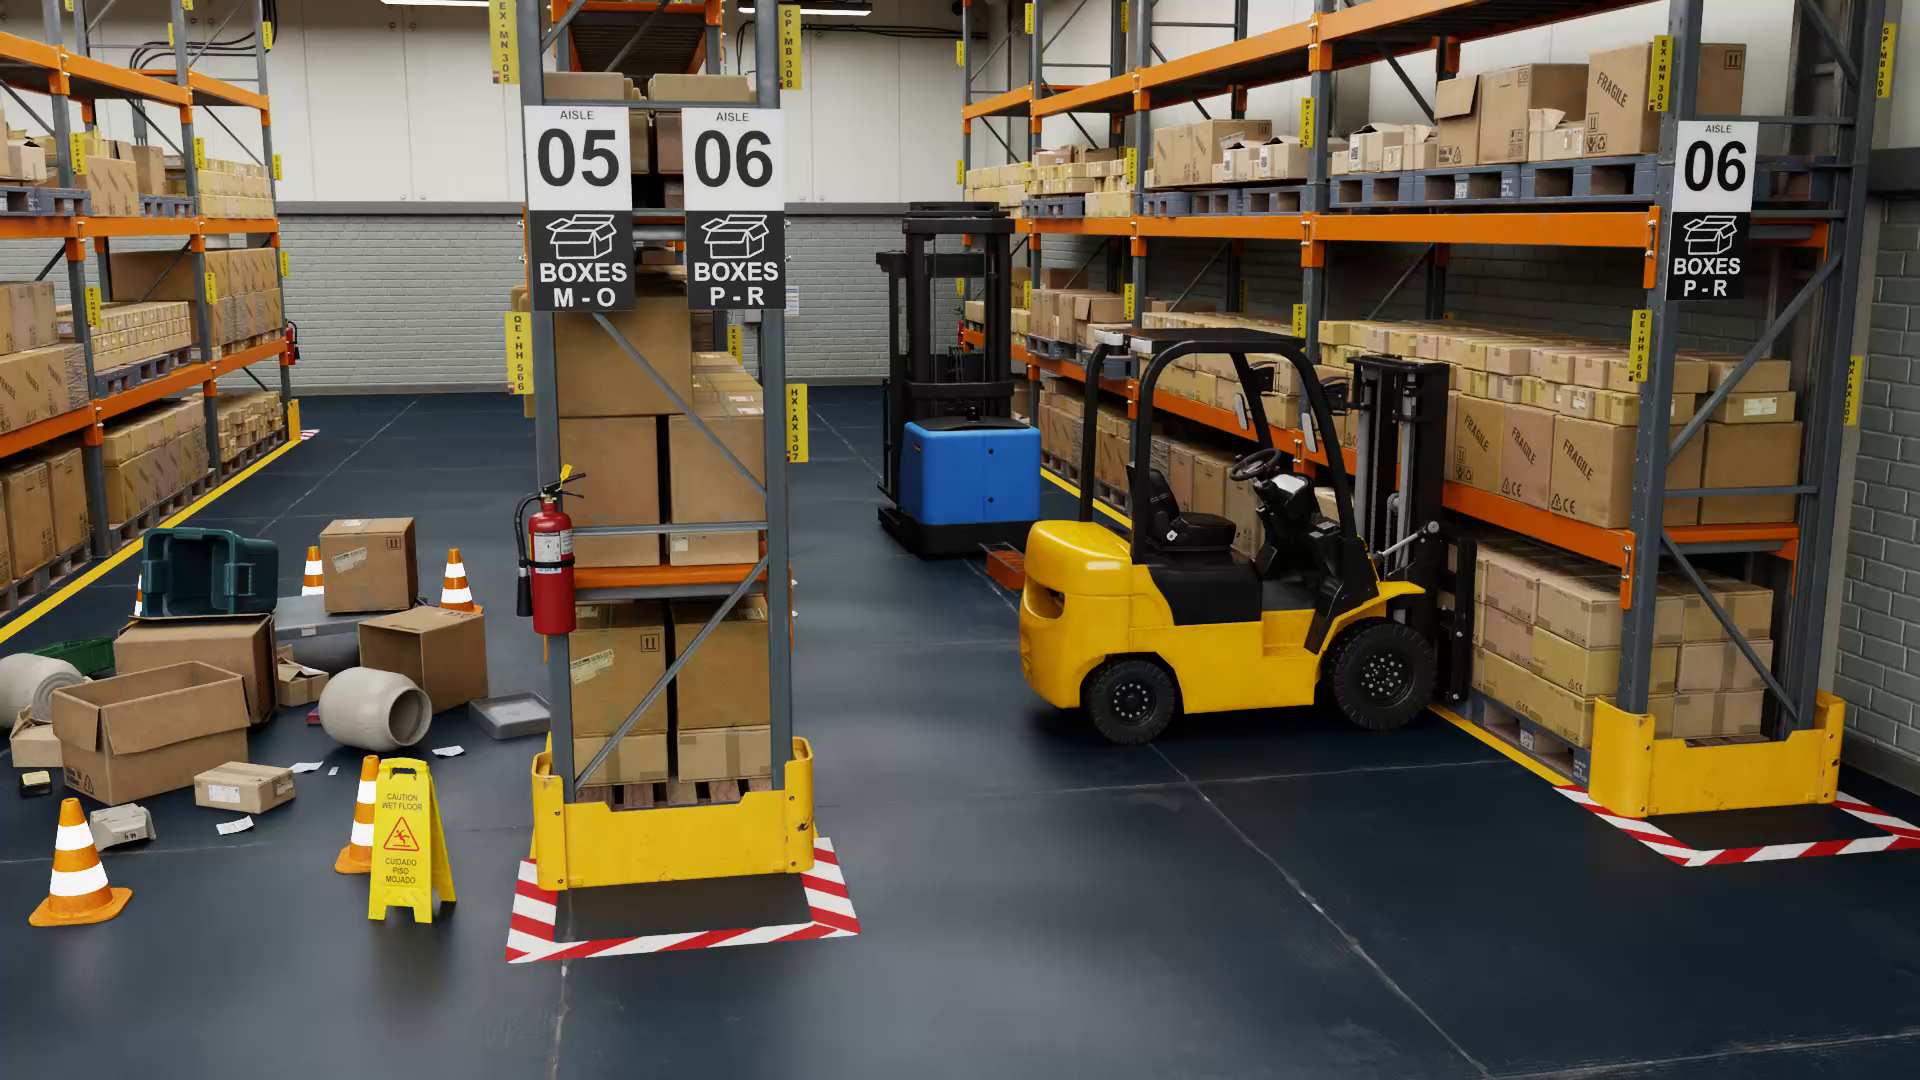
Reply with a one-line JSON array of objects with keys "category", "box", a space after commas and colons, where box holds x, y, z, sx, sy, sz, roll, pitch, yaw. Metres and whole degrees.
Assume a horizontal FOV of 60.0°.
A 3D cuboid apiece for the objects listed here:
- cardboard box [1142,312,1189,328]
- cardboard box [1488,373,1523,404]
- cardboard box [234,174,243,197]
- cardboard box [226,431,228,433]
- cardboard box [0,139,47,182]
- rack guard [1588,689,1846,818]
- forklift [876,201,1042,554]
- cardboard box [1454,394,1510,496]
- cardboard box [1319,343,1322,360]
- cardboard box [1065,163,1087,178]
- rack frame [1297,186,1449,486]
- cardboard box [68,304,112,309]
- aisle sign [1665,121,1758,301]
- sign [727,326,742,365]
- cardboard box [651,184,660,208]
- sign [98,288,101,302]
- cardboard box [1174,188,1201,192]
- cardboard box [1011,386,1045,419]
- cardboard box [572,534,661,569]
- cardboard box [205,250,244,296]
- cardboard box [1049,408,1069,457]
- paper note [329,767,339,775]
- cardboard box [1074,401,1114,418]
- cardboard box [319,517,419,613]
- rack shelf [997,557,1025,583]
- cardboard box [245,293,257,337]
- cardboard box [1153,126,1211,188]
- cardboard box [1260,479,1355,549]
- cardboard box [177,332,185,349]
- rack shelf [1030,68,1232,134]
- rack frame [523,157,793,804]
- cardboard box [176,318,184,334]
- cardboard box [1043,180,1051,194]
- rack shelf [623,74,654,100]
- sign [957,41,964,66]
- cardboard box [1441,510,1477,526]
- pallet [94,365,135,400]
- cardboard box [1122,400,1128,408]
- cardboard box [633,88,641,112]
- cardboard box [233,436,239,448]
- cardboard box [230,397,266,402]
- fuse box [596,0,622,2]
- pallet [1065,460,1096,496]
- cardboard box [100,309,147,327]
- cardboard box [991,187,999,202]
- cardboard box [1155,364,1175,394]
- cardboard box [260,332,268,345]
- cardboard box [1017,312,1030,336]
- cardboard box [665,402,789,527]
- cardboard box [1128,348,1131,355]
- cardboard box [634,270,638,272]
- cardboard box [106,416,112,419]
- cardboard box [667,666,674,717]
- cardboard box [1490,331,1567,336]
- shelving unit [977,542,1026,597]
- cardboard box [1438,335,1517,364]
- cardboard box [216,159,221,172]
[{"category": "cardboard box", "box": [1.870, -1.987, 15.111, 0.380, 0.149, 0.250, -2, 11, -9]}, {"category": "cardboard box", "box": [3.106, -0.831, 9.038, 0.380, 0.149, 0.250, -2, 11, -13]}, {"category": "cardboard box", "box": [-8.540, -4.065, 19.075, 0.500, 0.250, 0.500, -3, 11, -13]}, {"category": "cardboard box", "box": [-8.362, -1.159, 18.469, 0.380, 0.149, 0.250, -2, 11, -11]}, {"category": "cardboard box", "box": [-7.110, -2.813, 12.279, 0.500, 0.311, 0.500, -2, 11, -11]}, {"category": "rack guard", "box": [3.657, 1.011, 8.046, 1.175, 0.500, 0.348, -2, 11, -11]}, {"category": "forklift", "box": [-0.141, -1.553, 15.018, 1.130, 2.935, 3.031, -2, 11, -13]}, {"category": "cardboard box", "box": [3.107, -0.540, 9.246, 0.500, 0.500, 0.500, -2, 11, -12]}, {"category": "cardboard box", "box": [2.590, -1.377, 11.907, 0.380, 0.149, 0.250, -2, 11, -9]}, {"category": "cardboard box", "box": [1.304, -3.823, 17.221, 0.380, 0.149, 0.250, -2, 11, -11]}, {"category": "rack frame", "box": [2.875, -0.955, 11.690, 1.000, 3.000, 0.127, -2, 11, -11]}, {"category": "cardboard box", "box": [-8.700, -2.278, 16.598, 0.380, 0.149, 0.250, -2, 11, -9]}, {"category": "aisle sign", "box": [3.377, -1.475, 7.473, 0.394, 0.787, 0.004, -2, 11, -11]}, {"category": "sign", "box": [-1.463, -1.220, 10.768, 0.100, 0.325, 0.005, -2, 11, -11]}, {"category": "cardboard box", "box": [-1.426, -1.790, 8.728, 0.380, 0.149, 0.250, -2, 11, -12]}, {"category": "sign", "box": [-8.916, -2.446, 17.212, 0.100, 0.325, 0.005, -2, 11, -11]}, {"category": "cardboard box", "box": [2.228, -3.406, 15.883, 0.380, 0.149, 0.250, -2, 11, -11]}, {"category": "cardboard box", "box": [0.897, -1.670, 21.009, 0.700, 0.500, 0.500, -3, 11, -13]}, {"category": "cardboard box", "box": [-1.498, 0.023, 7.227, 0.380, 0.149, 0.250, -2, 11, -9]}, {"category": "cardboard box", "box": [-8.418, -3.008, 18.743, 0.500, 0.500, 0.500, -2, 11, -10]}, {"category": "cardboard box", "box": [1.305, -1.206, 18.573, 0.500, 0.500, 0.500, -2, 11, -12]}, {"category": "paper note", "box": [-3.194, 1.178, 8.481, 0.032, 0.001, 0.123, -2, 11, -11]}, {"category": "cardboard box", "box": [1.443, -1.406, 17.890, 0.380, 0.149, 0.250, -2, 11, -9]}, {"category": "cardboard box", "box": [-3.734, 0.153, 10.532, 0.500, 0.500, 0.500, -2, 11, -11]}, {"category": "rack shelf", "box": [0.418, 0.235, 12.945, 0.258, 0.180, 0.103, -3, 11, -13]}, {"category": "cardboard box", "box": [-8.534, -2.619, 19.371, 0.500, 0.500, 0.500, -2, 11, -8]}, {"category": "cardboard box", "box": [1.998, -3.325, 14.462, 0.500, 0.500, 0.500, -2, 11, -11]}, {"category": "cardboard box", "box": [2.762, -0.090, 12.374, 0.875, 0.625, 0.625, -2, 11, -8]}, {"category": "cardboard box", "box": [-8.063, -2.012, 16.793, 0.380, 0.149, 0.250, -2, 11, -11]}, {"category": "rack shelf", "box": [1.708, -4.452, 17.016, 1.077, 0.370, 4.000, -2, 11, -11]}, {"category": "rack frame", "box": [-1.216, -0.040, 6.884, 1.000, 3.000, 0.127, -2, 11, -11]}, {"category": "cardboard box", "box": [-8.062, -2.157, 16.761, 0.380, 0.149, 0.250, -2, 11, -11]}, {"category": "cardboard box", "box": [1.114, -3.817, 17.988, 0.380, 0.149, 0.250, -2, 11, -10]}, {"category": "rack shelf", "box": [-3.161, -4.271, 16.064, 1.077, 0.370, 4.000, -2, 11, -11]}, {"category": "sign", "box": [0.008, -6.581, 22.494, 0.100, 0.325, 0.005, -2, 11, -11]}, {"category": "cardboard box", "box": [2.858, -0.016, 10.317, 0.500, 0.250, 0.500, -2, 11, -9]}, {"category": "pallet", "box": [-7.851, -1.341, 14.234, 1.213, 0.211, 1.003, -2, 11, -11]}, {"category": "cardboard box", "box": [1.967, -1.426, 17.994, 0.380, 0.149, 0.250, -2, 11, -10]}, {"category": "cardboard box", "box": [-1.650, -1.976, 7.574, 0.380, 0.149, 0.250, -2, 11, -11]}, {"category": "cardboard box", "box": [-8.477, -1.112, 19.017, 0.380, 0.149, 0.250, -3, 11, -13]}, {"category": "cardboard box", "box": [-8.656, -1.645, 20.228, 0.380, 0.149, 0.250, -3, 11, -13]}, {"category": "fuse box", "box": [-5.690, -8.512, 26.796, 0.513, 0.334, 0.176, -2, 11, -11]}, {"category": "pallet", "box": [1.755, -0.680, 17.705, 1.003, 0.211, 1.213, -2, 11, -11]}, {"category": "cardboard box", "box": [-7.809, -2.062, 15.468, 0.380, 0.149, 0.250, -2, 11, -12]}, {"category": "cardboard box", "box": [0.689, -4.329, 21.004, 0.500, 0.250, 0.500, -2, 11, -12]}, {"category": "cardboard box", "box": [2.036, -1.432, 14.599, 0.500, 0.250, 0.500, -2, 11, -12]}, {"category": "cardboard box", "box": [-8.675, -2.465, 20.295, 0.380, 0.149, 0.250, -2, 11, -9]}, {"category": "cardboard box", "box": [0.980, -2.579, 19.829, 0.500, 0.250, 0.500, -2, 11, -10]}, {"category": "cardboard box", "box": [-1.036, -0.332, 7.356, 0.500, 0.500, 0.500, -2, 11, -12]}, {"category": "cardboard box", "box": [1.592, -1.878, 16.089, 0.380, 0.149, 0.250, -2, 11, -10]}, {"category": "cardboard box", "box": [-3.327, -2.318, 15.911, 0.500, 0.500, 0.500, -2, 11, -11]}, {"category": "cardboard box", "box": [-8.300, -1.053, 15.761, 0.500, 0.250, 0.500, -2, 11, -9]}, {"category": "cardboard box", "box": [-1.312, 0.753, 8.949, 0.500, 0.250, 0.500, -1, 11, -7]}, {"category": "cardboard box", "box": [3.450, -1.185, 10.102, 0.380, 0.149, 0.250, -2, 11, -12]}, {"category": "shelving unit", "box": [0.400, 0.221, 13.017, 0.258, 0.189, 1.200, -3, 11, -13]}, {"category": "cardboard box", "box": [3.040, -1.121, 9.766, 0.380, 0.149, 0.250, -2, 11, -11]}, {"category": "cardboard box", "box": [-8.405, -4.137, 18.384, 0.380, 0.149, 0.250, -2, 11, -13]}]
